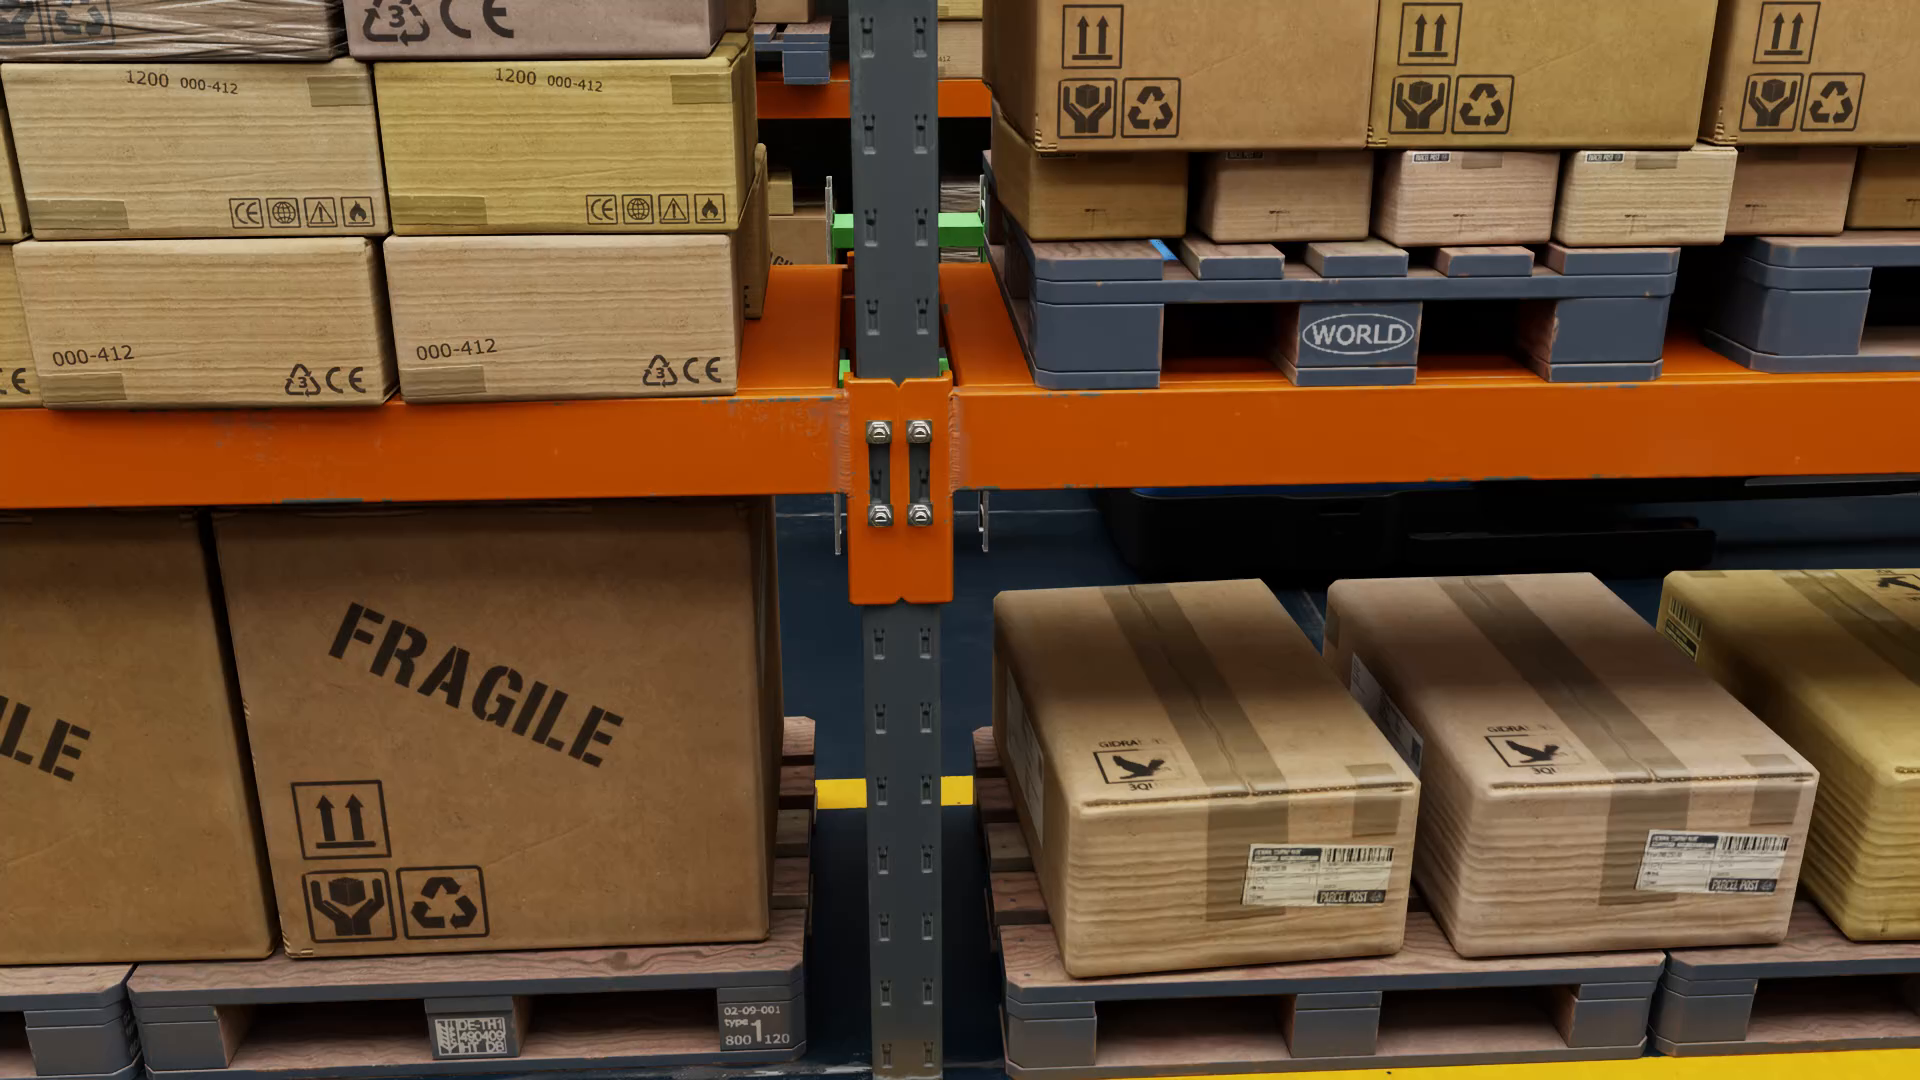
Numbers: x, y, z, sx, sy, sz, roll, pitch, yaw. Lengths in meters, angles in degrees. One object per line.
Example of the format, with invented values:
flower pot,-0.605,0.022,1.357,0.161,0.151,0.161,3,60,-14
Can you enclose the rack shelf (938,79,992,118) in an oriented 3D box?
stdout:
rack shelf,1.587,-2.056,7.817,4.000,0.370,1.077,-1,21,-3

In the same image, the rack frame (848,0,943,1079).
rack frame,-0.123,-0.588,2.951,0.127,3.000,1.000,-1,21,-3

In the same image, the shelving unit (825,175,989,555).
shelving unit,-0.165,-0.557,5.399,0.503,1.200,0.258,-1,21,-3

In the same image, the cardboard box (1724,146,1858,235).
cardboard box,1.284,-0.622,2.801,0.250,0.149,0.380,0,21,0

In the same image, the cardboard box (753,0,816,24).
cardboard box,-0.933,-2.640,7.608,0.500,0.500,0.500,0,21,-1

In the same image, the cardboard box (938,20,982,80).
cardboard box,0.047,-2.204,7.404,0.500,0.250,0.500,-1,21,-3

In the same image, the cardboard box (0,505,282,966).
cardboard box,-1.708,0.209,3.251,0.875,0.875,0.875,-1,21,-2

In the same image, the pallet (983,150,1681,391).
pallet,0.582,-0.551,3.122,1.003,0.211,1.213,-1,21,-3

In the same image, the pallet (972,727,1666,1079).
pallet,0.657,0.699,3.487,1.213,0.211,1.003,-1,21,-3

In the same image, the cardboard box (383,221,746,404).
cardboard box,-0.613,-0.416,2.708,0.500,0.250,0.500,-2,21,-5

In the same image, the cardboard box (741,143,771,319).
cardboard box,-0.626,-0.598,3.186,0.500,0.250,0.500,-2,21,-4

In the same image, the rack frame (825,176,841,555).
rack frame,-0.409,-0.552,5.386,0.015,1.200,0.240,-1,21,-3

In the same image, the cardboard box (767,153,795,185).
cardboard box,-0.949,-1.783,8.099,0.250,0.149,0.380,0,21,0

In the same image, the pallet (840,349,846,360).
pallet,-1.158,-1.047,8.073,1.213,0.211,1.003,-1,21,-3

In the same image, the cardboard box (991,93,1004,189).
cardboard box,0.191,-0.757,3.158,0.250,0.149,0.380,0,21,-1

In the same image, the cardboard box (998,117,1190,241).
cardboard box,0.212,-0.608,2.765,0.250,0.149,0.380,-2,21,-6

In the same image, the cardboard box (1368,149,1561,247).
cardboard box,0.772,-0.591,2.720,0.250,0.149,0.380,-3,21,-7

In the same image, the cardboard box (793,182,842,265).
cardboard box,-0.847,-1.471,8.191,0.500,0.500,0.500,0,21,-1

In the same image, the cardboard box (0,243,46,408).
cardboard box,-1.626,-0.395,2.654,0.500,0.250,0.500,-1,21,-4

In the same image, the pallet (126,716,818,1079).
pallet,-0.914,0.704,3.475,1.213,0.211,1.003,-1,21,-3

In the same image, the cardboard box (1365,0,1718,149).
cardboard box,0.859,-0.910,2.648,0.500,0.500,0.500,0,21,0

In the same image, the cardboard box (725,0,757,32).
cardboard box,-0.629,-1.179,2.957,0.500,0.500,0.500,-2,21,-5

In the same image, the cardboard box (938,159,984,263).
cardboard box,0.213,-1.446,7.950,0.625,0.625,0.875,-1,21,-1

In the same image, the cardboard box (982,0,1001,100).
cardboard box,0.315,-1.078,3.089,0.500,0.500,0.500,-2,21,-5

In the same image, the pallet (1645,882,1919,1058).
pallet,1.872,0.676,3.549,1.213,0.211,1.003,-1,21,-3

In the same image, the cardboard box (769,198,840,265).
cardboard box,-0.820,-1.295,7.729,0.500,0.500,0.500,-1,21,-1

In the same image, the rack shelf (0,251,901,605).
rack shelf,-2.120,-0.212,2.972,4.000,0.370,1.077,-1,21,-3

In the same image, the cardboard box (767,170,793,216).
cardboard box,-0.889,-1.583,7.574,0.250,0.149,0.380,-2,21,-6

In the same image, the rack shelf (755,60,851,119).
rack shelf,-2.407,-1.975,7.603,4.000,0.370,1.077,-1,21,-3

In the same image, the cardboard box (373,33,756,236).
cardboard box,-0.592,-0.652,2.626,0.500,0.250,0.500,-1,21,-3

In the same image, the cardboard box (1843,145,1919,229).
cardboard box,1.564,-0.641,2.852,0.250,0.149,0.380,0,21,-1

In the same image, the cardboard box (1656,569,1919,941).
cardboard box,1.935,0.404,3.446,0.625,0.372,0.950,0,21,-1

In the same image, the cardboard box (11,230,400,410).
cardboard box,-1.122,-0.400,2.666,0.500,0.250,0.500,-1,21,-2

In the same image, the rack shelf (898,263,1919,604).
rack shelf,1.874,-0.293,3.185,4.000,0.370,1.077,-1,21,-3

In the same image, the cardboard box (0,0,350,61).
cardboard box,-1.136,-0.986,2.448,0.500,0.500,0.500,-1,21,-2

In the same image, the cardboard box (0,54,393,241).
cardboard box,-1.104,-0.640,2.595,0.500,0.250,0.500,-2,21,-4

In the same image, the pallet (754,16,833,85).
pallet,-1.083,-2.223,7.514,1.003,0.211,1.213,-1,21,-3

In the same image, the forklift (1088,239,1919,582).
forklift,1.988,-1.439,5.281,3.031,2.935,1.130,-2,21,-5

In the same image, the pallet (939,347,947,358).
pallet,0.414,-1.051,8.085,1.213,0.211,1.003,-1,21,-3

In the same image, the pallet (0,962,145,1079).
pallet,-2.130,0.728,3.413,1.213,0.211,1.003,-1,21,-3

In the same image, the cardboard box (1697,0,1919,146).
cardboard box,1.389,-0.924,2.682,0.500,0.500,0.500,-1,21,-2

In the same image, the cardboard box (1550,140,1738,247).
cardboard box,1.048,-0.589,2.715,0.250,0.149,0.380,-1,21,-3

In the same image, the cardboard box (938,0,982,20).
cardboard box,0.048,-2.428,7.292,0.500,0.250,0.500,-1,21,-3

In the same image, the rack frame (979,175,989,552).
rack frame,0.078,-0.562,5.412,0.015,1.200,0.240,-1,21,-3

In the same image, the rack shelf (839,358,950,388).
rack shelf,-0.165,-0.498,5.421,0.480,0.148,0.258,-1,21,-3

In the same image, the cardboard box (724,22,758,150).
cardboard box,-0.643,-0.829,3.092,0.500,0.250,0.500,-1,21,-3

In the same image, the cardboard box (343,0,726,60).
cardboard box,-0.624,-0.999,2.483,0.500,0.500,0.500,-2,21,-5

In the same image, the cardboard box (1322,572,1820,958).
cardboard box,1.178,0.418,3.411,0.625,0.372,0.950,-2,21,-4

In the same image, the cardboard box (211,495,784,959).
cardboard box,-0.817,0.193,3.295,0.875,0.875,0.875,-1,21,-4

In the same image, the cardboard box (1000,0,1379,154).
cardboard box,0.339,-0.897,2.613,0.500,0.500,0.500,-2,21,-5

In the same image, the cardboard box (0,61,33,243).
cardboard box,-1.614,-0.622,2.548,0.500,0.250,0.500,-2,21,-4

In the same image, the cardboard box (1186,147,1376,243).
cardboard box,0.496,-0.602,2.748,0.250,0.149,0.380,-2,21,-6

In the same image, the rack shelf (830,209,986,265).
rack shelf,-0.165,-0.946,5.251,0.480,0.148,0.258,-1,21,-3

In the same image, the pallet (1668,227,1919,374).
pallet,1.851,-0.554,3.129,1.213,0.211,1.003,-1,21,-3

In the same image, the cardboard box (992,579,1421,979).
cardboard box,0.442,0.435,3.364,0.625,0.372,0.950,-3,21,-7
